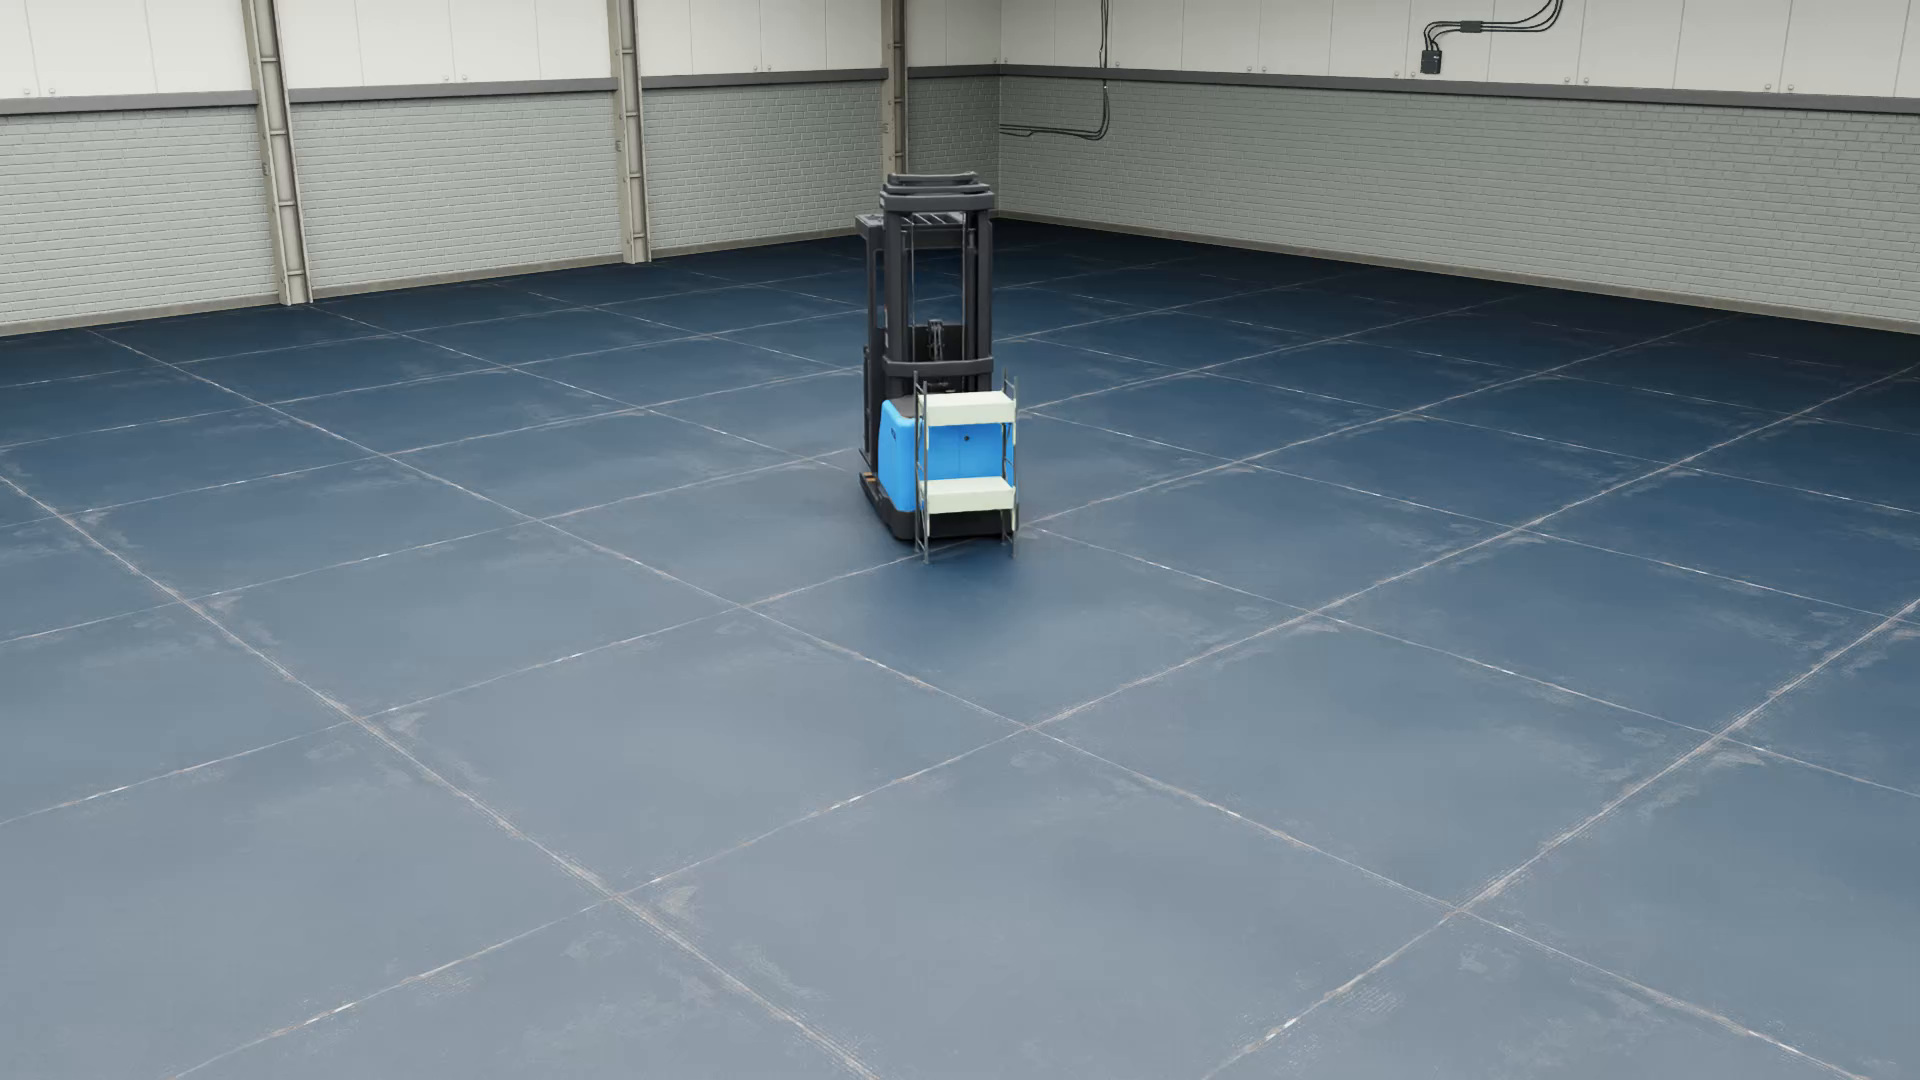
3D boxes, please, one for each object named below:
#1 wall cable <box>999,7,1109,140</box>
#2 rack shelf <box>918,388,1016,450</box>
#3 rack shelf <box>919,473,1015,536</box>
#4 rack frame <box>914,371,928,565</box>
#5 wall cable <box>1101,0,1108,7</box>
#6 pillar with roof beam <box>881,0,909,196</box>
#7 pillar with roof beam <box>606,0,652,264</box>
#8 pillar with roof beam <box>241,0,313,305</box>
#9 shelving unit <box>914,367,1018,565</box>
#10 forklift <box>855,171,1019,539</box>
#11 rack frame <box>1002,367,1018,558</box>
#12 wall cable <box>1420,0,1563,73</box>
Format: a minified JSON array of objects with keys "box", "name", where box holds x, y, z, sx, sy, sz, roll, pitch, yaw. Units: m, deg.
[{"box":[1.795,-9.243,32.936,0.112,2.526,3.097,-16,24,-41],"name":"wall cable"},{"box":[0.046,-0.972,13.285,0.720,0.370,0.431,-4,18,-12],"name":"rack shelf"},{"box":[0.046,-0.291,13.506,0.720,0.370,0.431,-4,18,-12],"name":"rack shelf"},{"box":[-0.311,-0.576,13.330,0.023,1.500,0.400,-4,18,-12],"name":"rack frame"},{"box":[3.654,-11.039,30.287,0.112,2.526,3.097,-16,24,-41],"name":"wall cable"},{"box":[1.704,-9.427,28.470,0.400,9.000,9.100,-16,24,-41],"name":"pillar with roof beam"},{"box":[-2.656,-8.156,24.549,0.400,9.000,9.100,-16,24,-41],"name":"pillar with roof beam"},{"box":[-7.016,-6.884,20.628,0.400,9.000,9.100,-16,24,-41],"name":"pillar with roof beam"},{"box":[0.046,-0.601,13.406,0.755,1.500,0.431,-4,18,-12],"name":"shelving unit"},{"box":[-0.313,-1.814,14.828,1.130,2.935,3.031,-4,18,-11],"name":"forklift"},{"box":[0.403,-0.625,13.481,0.023,1.500,0.400,-4,18,-12],"name":"rack frame"},{"box":[8.306,-10.207,25.360,0.169,6.003,2.305,-16,24,-41],"name":"wall cable"}]
